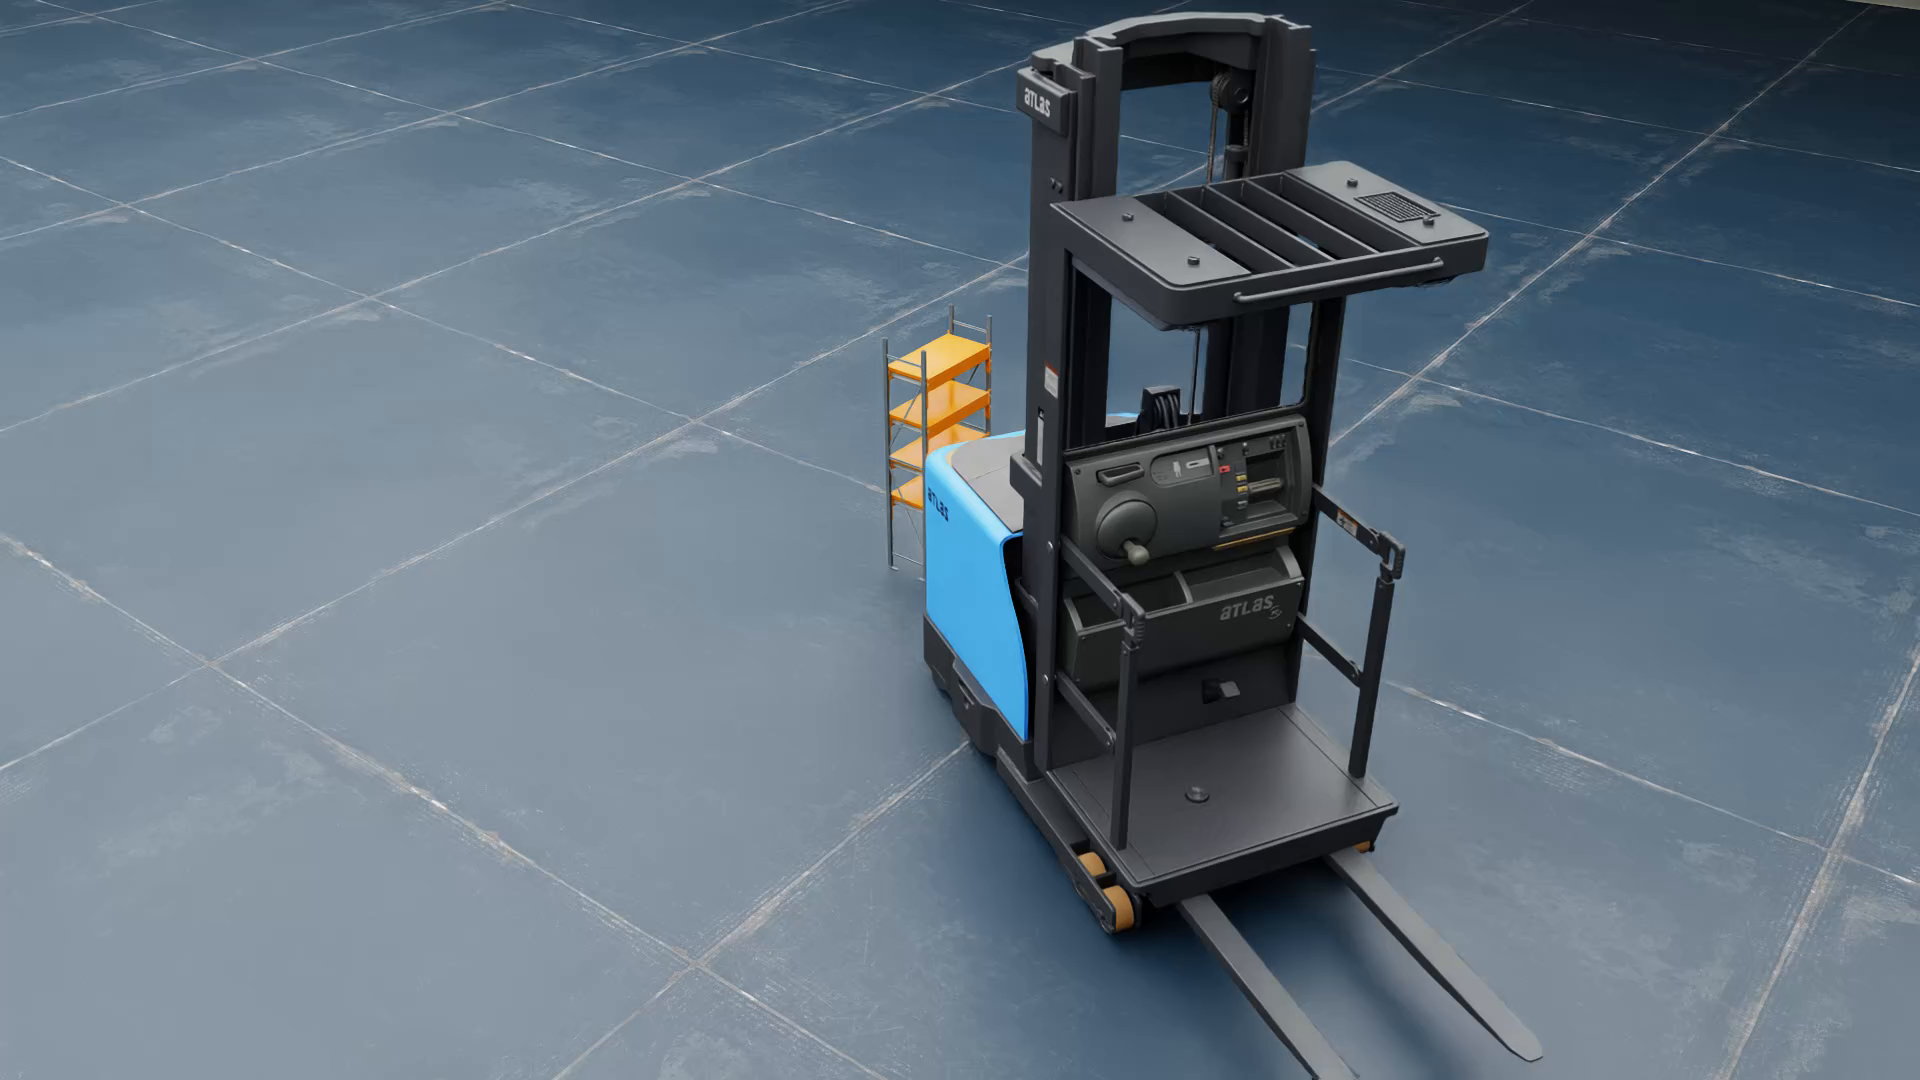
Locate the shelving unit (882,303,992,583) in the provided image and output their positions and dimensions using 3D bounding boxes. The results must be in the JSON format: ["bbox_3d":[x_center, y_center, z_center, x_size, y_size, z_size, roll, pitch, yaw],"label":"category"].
[{"bbox_3d":[-0.100,-0.449,7.831,0.258,1.200,0.503,21,37,31],"label":"shelving unit"}]

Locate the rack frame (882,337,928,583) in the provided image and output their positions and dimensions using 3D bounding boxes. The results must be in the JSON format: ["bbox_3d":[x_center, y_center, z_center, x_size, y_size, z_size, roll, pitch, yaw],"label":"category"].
[{"bbox_3d":[-0.247,-0.350,7.663,0.240,1.200,0.015,21,37,31],"label":"rack frame"}]

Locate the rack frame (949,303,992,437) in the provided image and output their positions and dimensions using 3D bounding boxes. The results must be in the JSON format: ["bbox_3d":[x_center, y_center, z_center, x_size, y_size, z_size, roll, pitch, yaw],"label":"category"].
[{"bbox_3d":[0.047,-0.548,7.998,0.240,1.200,0.015,21,37,31],"label":"rack frame"}]

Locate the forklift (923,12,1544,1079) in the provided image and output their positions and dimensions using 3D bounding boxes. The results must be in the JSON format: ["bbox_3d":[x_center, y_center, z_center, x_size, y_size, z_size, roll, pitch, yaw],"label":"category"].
[{"bbox_3d":[0.893,-0.117,5.573,1.130,2.935,3.031,-13,33,-20],"label":"forklift"}]

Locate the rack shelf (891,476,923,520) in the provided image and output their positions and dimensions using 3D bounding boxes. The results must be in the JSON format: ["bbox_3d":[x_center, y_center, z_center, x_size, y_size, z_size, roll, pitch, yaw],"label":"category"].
[{"bbox_3d":[-0.100,-0.220,7.966,0.258,0.148,0.480,21,37,31],"label":"rack shelf"}]

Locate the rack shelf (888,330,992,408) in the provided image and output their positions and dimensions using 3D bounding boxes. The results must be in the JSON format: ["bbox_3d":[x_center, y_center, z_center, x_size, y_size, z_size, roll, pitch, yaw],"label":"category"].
[{"bbox_3d":[-0.100,-0.787,7.630,0.258,0.148,0.480,21,37,31],"label":"rack shelf"}]

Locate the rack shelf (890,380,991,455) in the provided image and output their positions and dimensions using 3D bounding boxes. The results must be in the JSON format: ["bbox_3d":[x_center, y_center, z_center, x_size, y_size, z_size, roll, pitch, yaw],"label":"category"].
[{"bbox_3d":[-0.100,-0.583,7.751,0.258,0.148,0.480,21,37,31],"label":"rack shelf"}]

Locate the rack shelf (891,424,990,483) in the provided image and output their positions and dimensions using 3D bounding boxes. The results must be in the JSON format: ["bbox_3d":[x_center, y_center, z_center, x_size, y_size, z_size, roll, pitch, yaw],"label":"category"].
[{"bbox_3d":[-0.100,-0.391,7.865,0.258,0.148,0.480,21,37,31],"label":"rack shelf"}]
